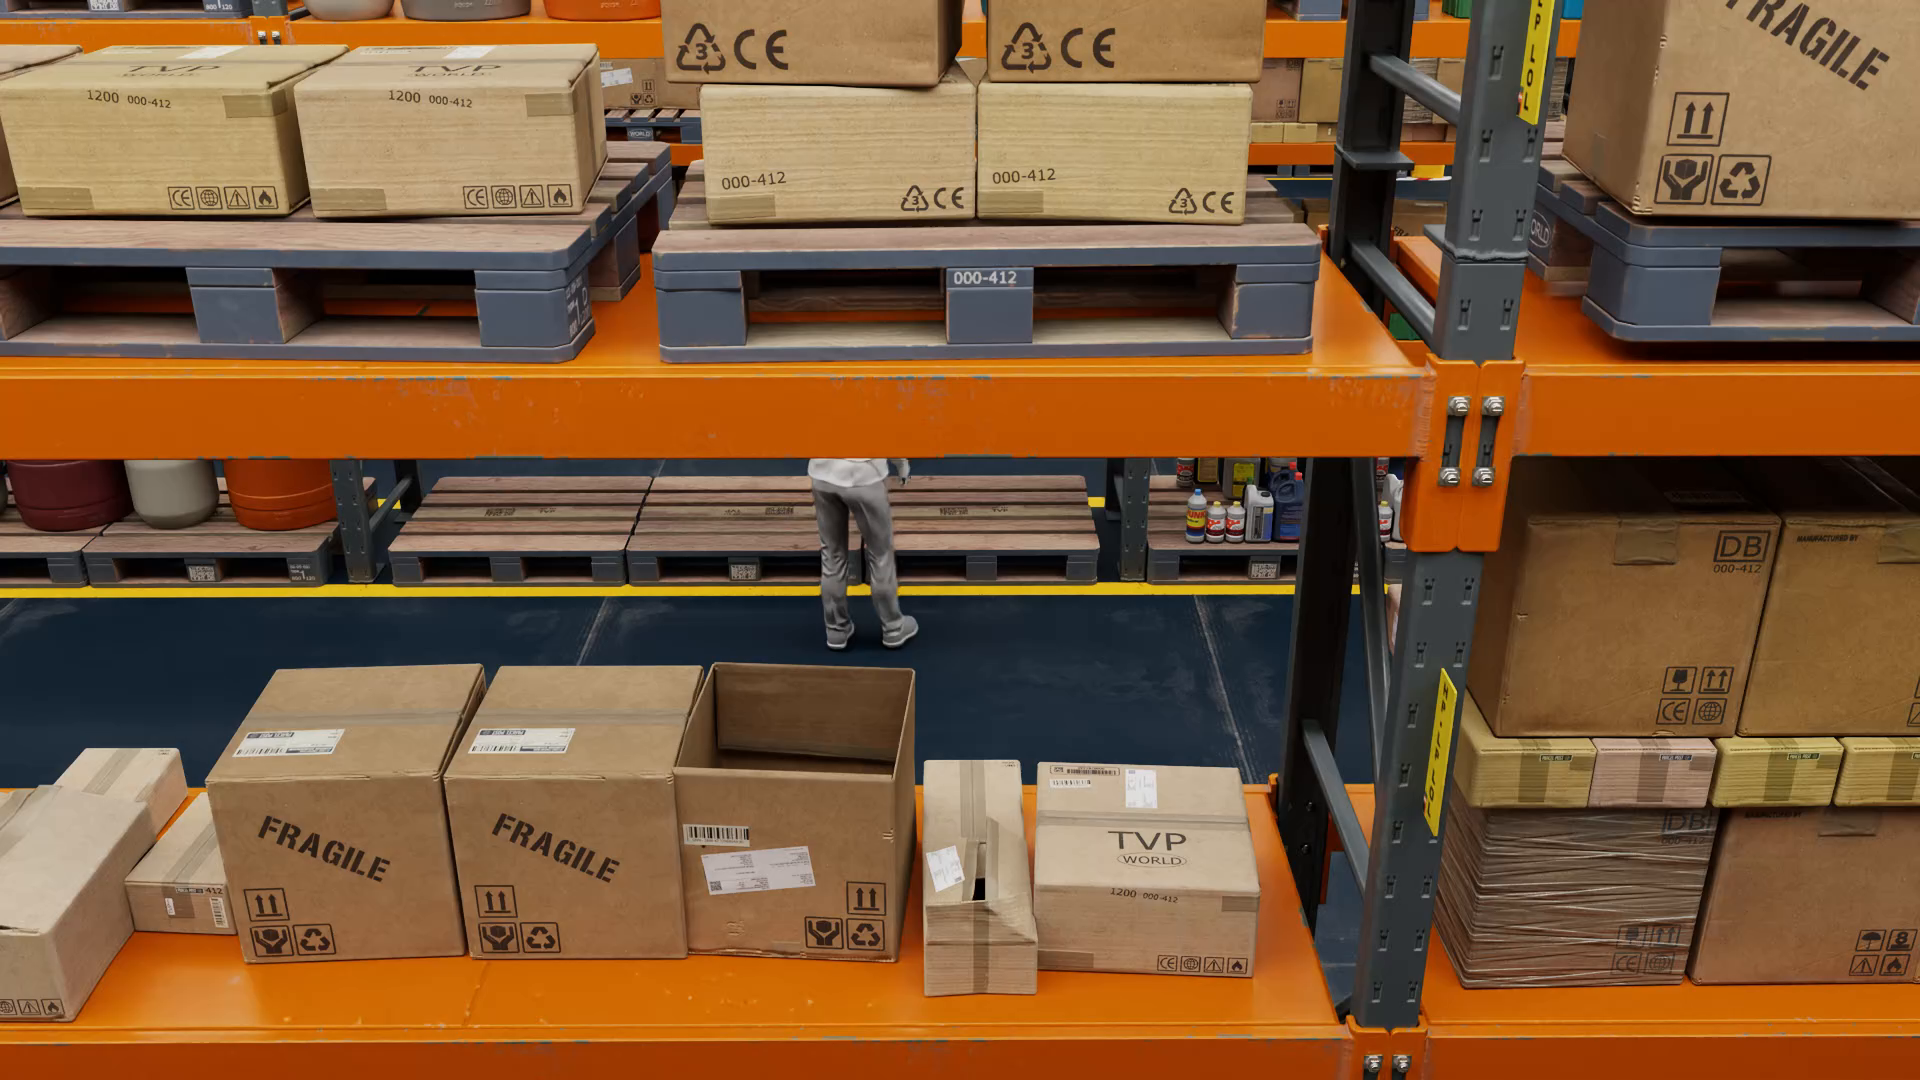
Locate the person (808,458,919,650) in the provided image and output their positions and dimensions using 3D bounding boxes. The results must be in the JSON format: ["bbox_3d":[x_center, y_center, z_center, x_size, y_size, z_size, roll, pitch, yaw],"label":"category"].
[{"bbox_3d":[-0.502,-0.294,7.691,0.502,1.699,0.517,12,27,24],"label":"person"}]
